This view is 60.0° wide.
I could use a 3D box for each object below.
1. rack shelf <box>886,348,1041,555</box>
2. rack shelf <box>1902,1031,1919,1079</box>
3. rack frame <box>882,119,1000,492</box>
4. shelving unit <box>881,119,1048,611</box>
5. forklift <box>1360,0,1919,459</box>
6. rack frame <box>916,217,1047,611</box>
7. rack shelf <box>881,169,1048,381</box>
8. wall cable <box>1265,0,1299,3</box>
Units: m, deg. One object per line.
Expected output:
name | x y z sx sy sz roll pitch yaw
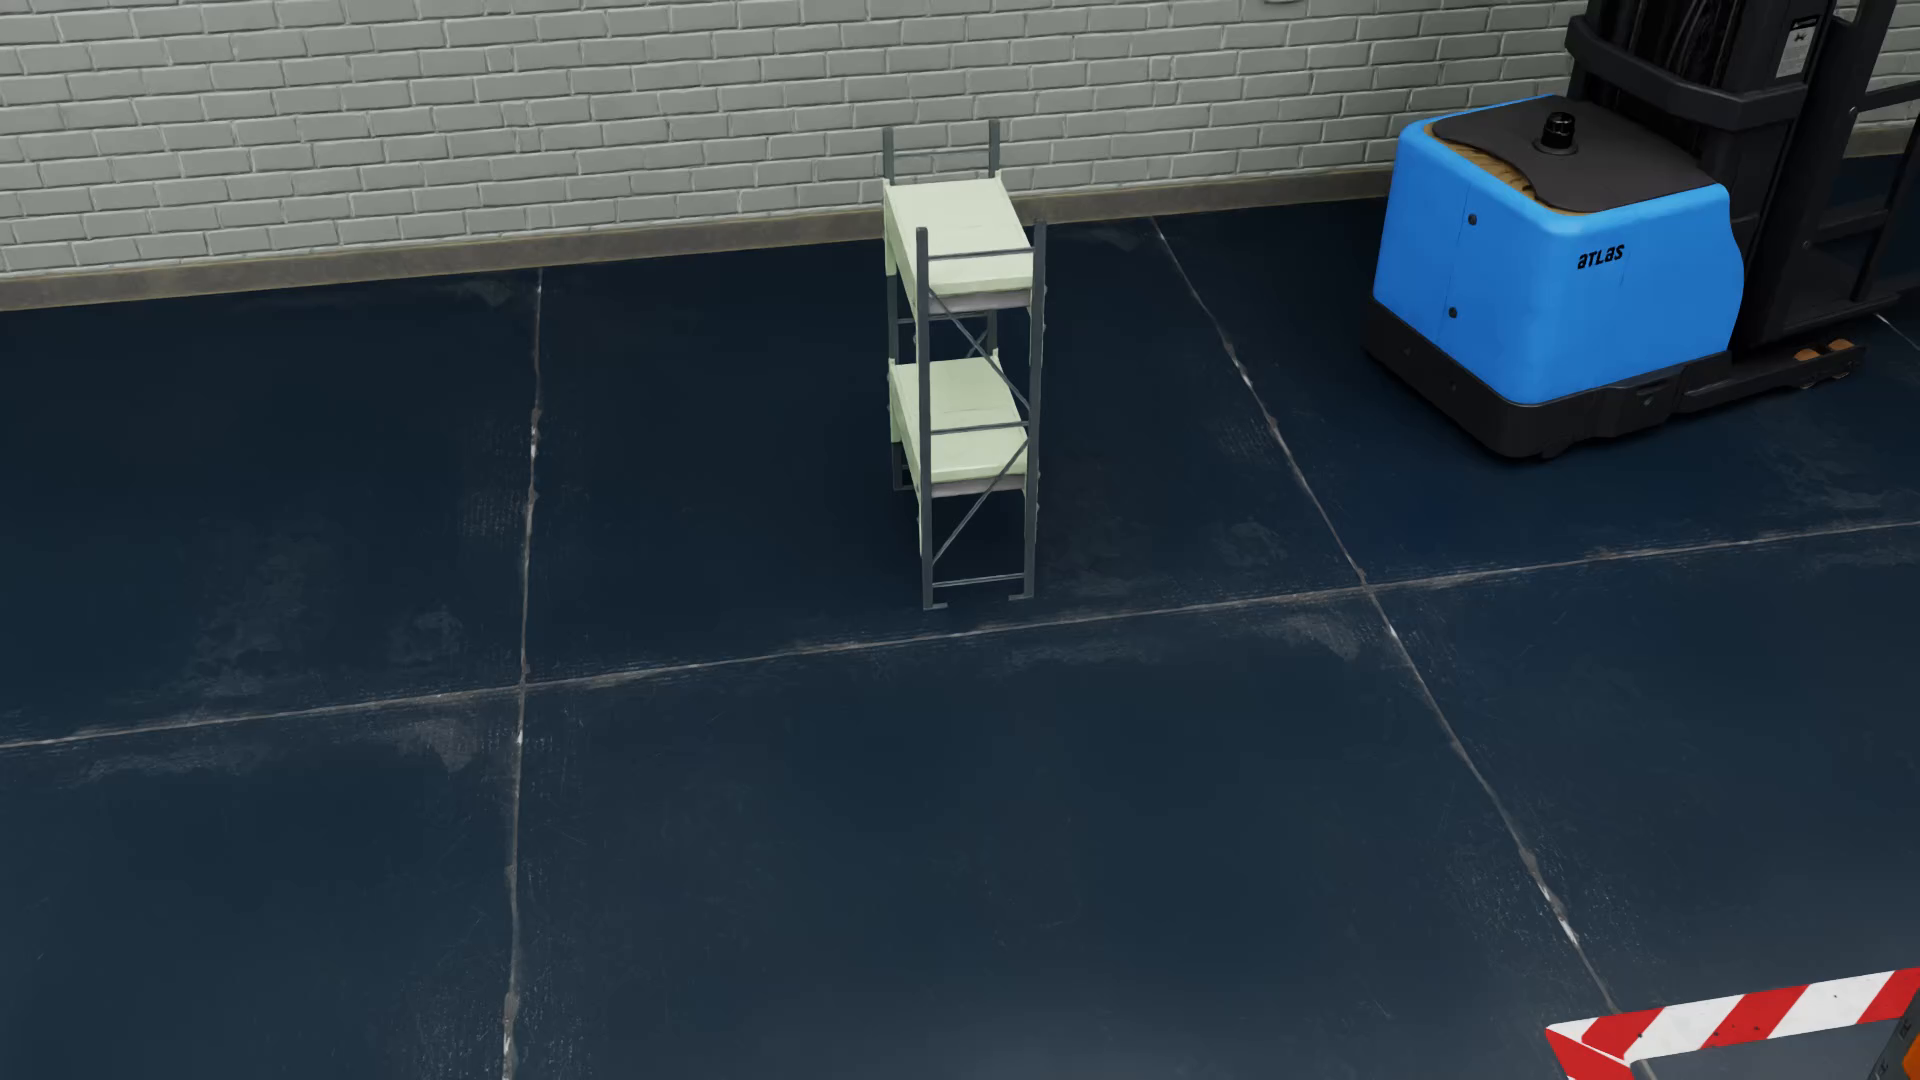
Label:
rack shelf | 0.001 -0.331 5.985 0.431 0.370 0.720 -6 38 -8
rack shelf | 2.742 2.060 1.740 1.077 0.370 4.000 -6 38 -8
rack frame | -0.063 -0.809 6.069 0.400 1.500 0.023 -6 38 -8
shelving unit | 0.001 -0.588 5.785 0.431 1.500 0.755 -6 38 -8
forklift | 3.304 -2.081 6.539 3.031 2.935 1.130 -16 40 -19
rack frame | 0.065 -0.367 5.500 0.400 1.500 0.023 -6 38 -8
rack shelf | 0.001 -0.896 5.545 0.431 0.370 0.720 -6 38 -8
wall cable | 1.380 -3.249 7.133 0.585 1.953 0.123 -6 38 -8
